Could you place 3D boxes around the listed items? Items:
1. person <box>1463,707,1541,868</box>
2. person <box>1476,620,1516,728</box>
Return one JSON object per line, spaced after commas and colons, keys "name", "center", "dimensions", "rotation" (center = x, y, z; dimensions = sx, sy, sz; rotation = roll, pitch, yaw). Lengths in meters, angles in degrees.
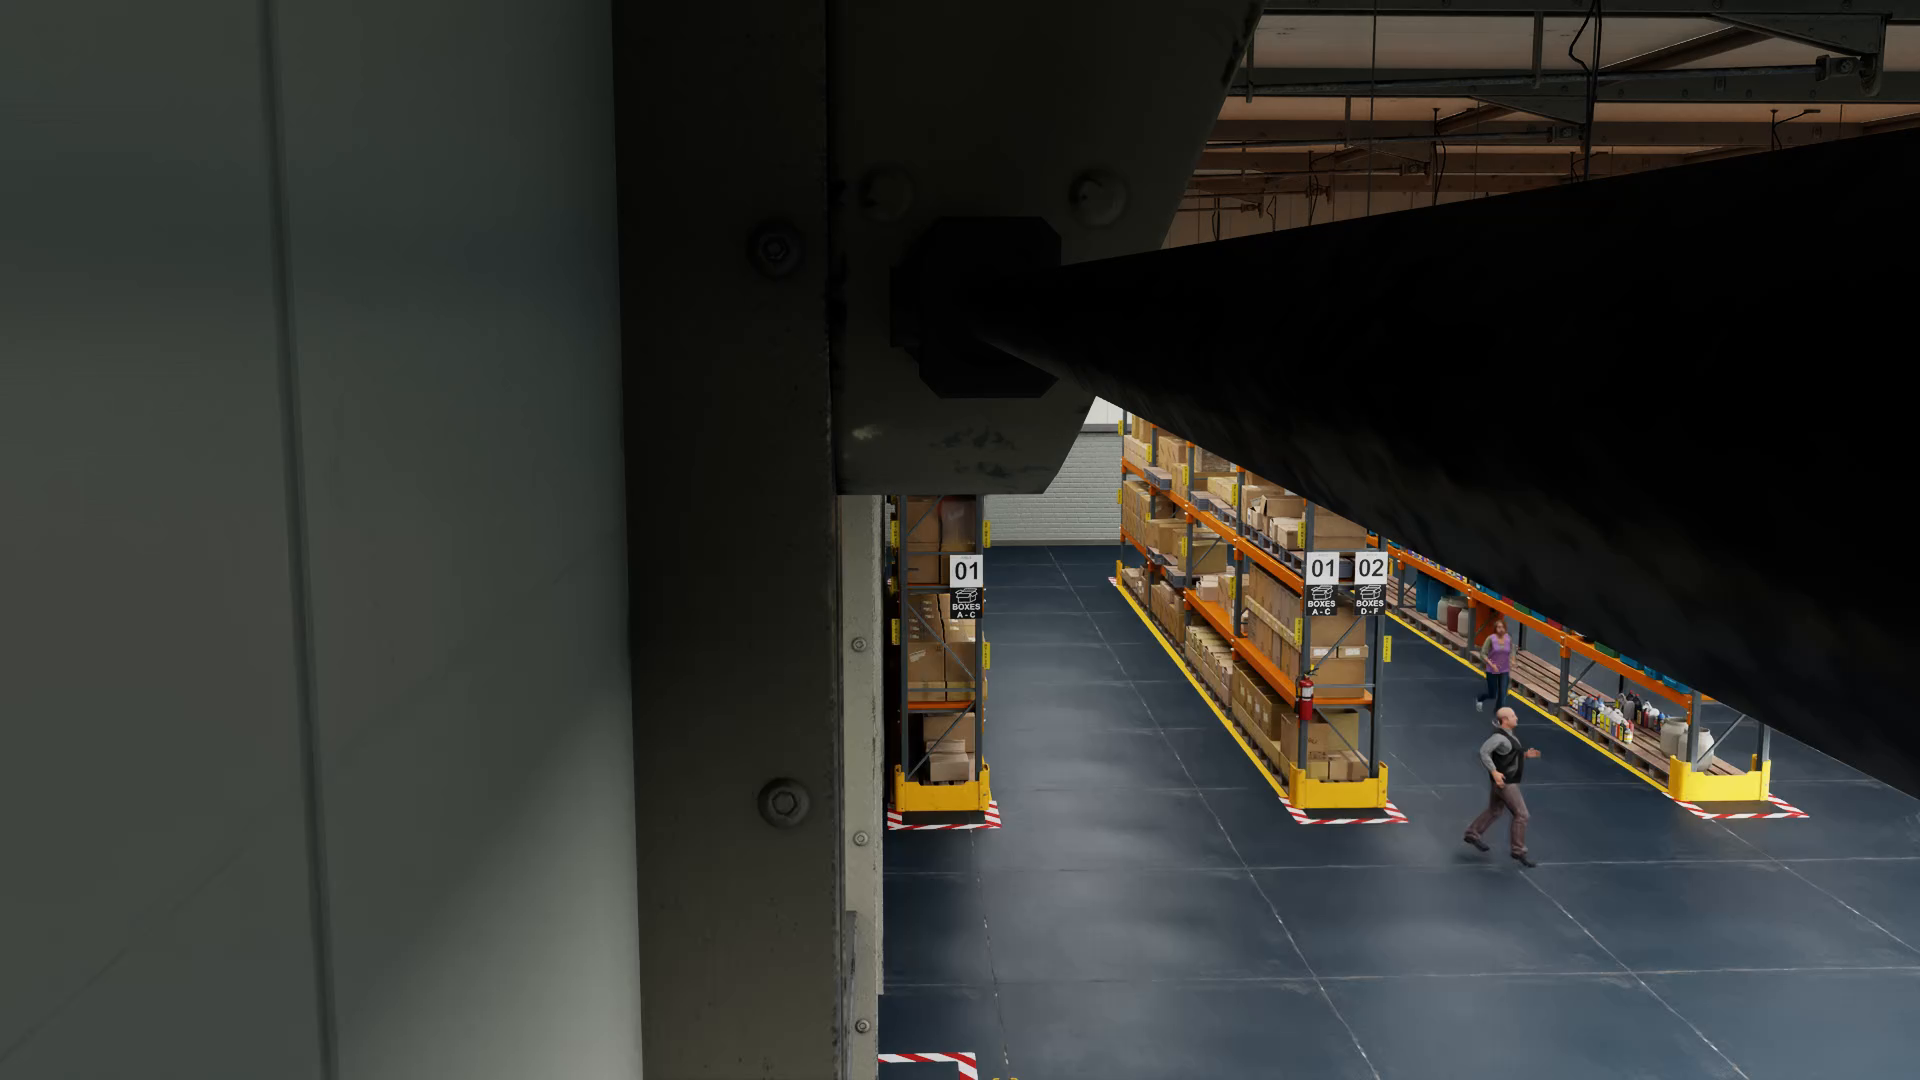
{"name": "person", "center": [6.082, 2.742, 18.631], "dimensions": [0.806, 1.771, 0.632], "rotation": [3, 9, 21]}
{"name": "person", "center": [7.951, 1.959, 24.635], "dimensions": [0.544, 1.570, 0.710], "rotation": [-1, 8, -3]}
